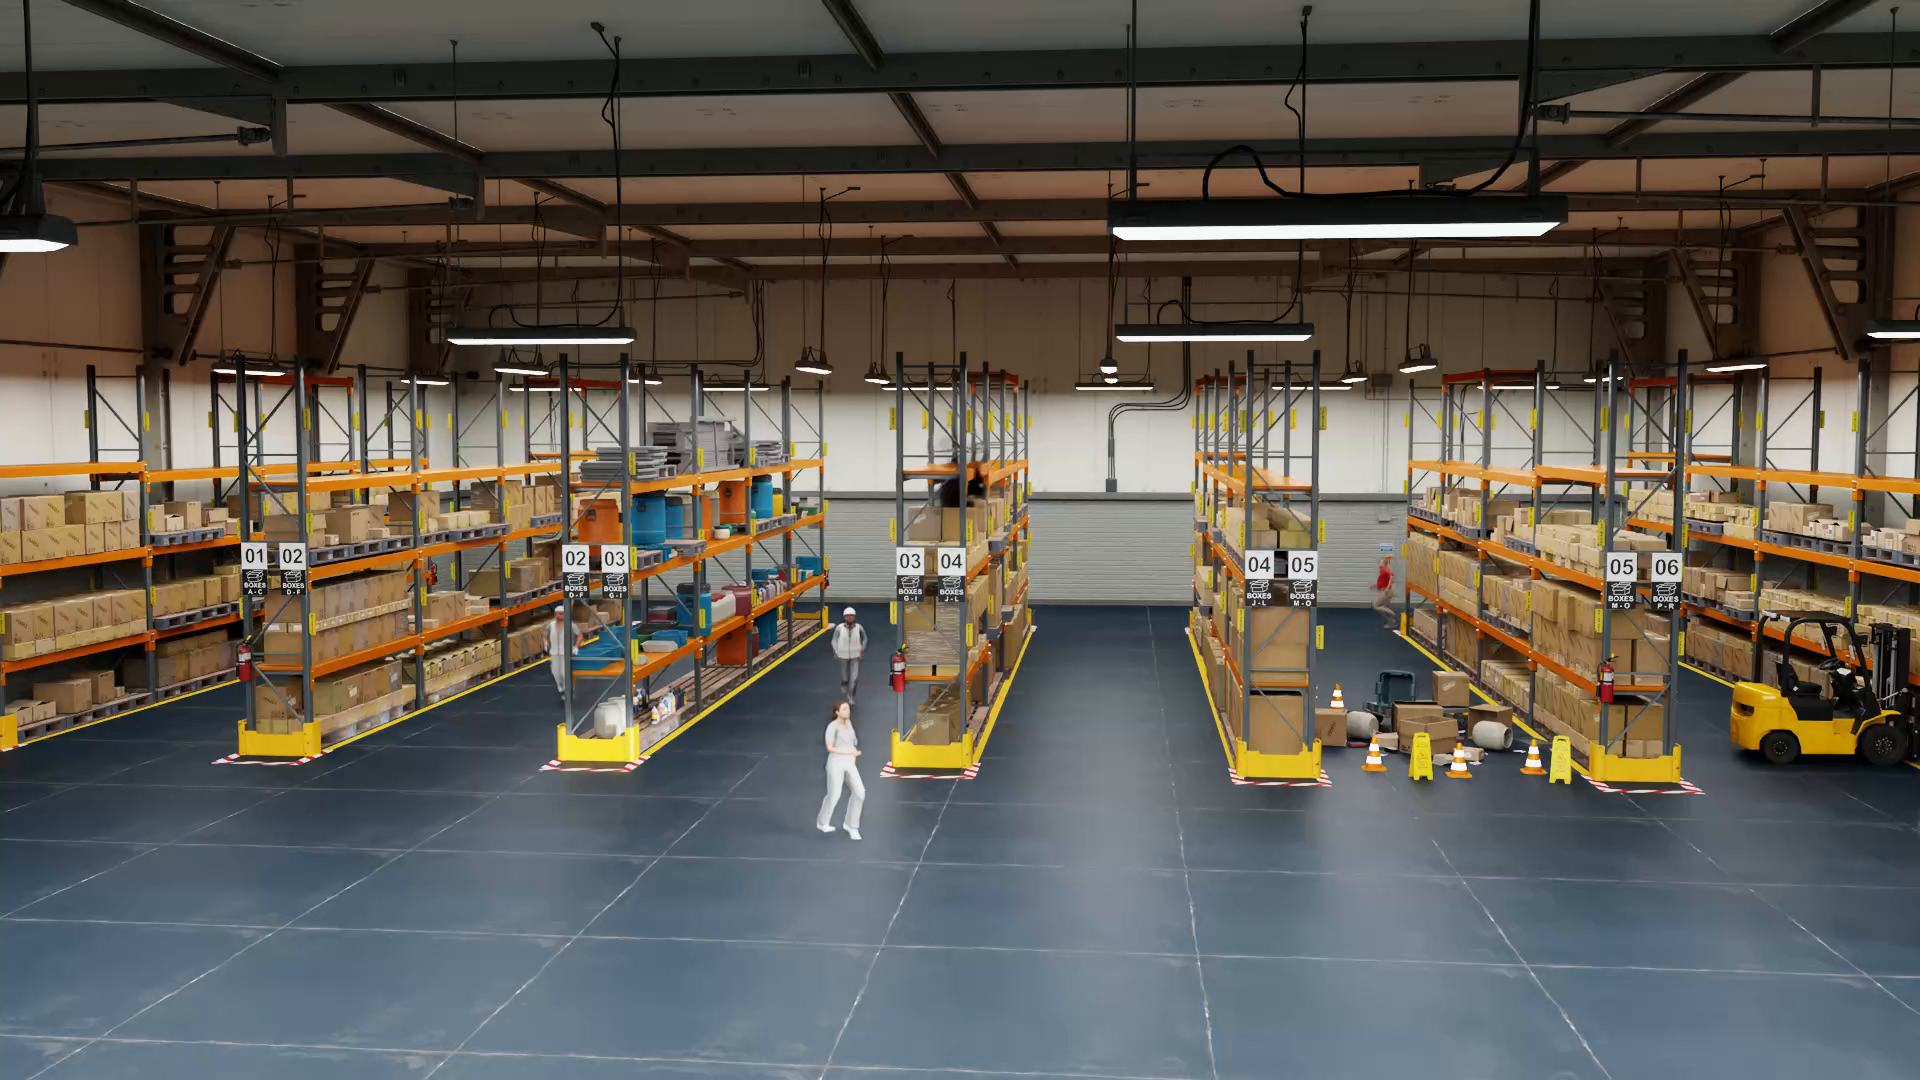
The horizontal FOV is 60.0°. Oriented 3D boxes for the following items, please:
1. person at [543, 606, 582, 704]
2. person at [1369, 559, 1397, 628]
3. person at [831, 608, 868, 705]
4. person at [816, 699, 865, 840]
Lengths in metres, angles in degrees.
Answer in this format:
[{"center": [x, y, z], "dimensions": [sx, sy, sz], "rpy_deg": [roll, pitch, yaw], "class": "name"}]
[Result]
[{"center": [-7.038, 2.036, 29.247], "dimensions": [0.651, 1.744, 0.609], "rpy_deg": [0, 4, 5], "class": "person"}, {"center": [10.263, 1.299, 40.350], "dimensions": [0.682, 1.684, 0.697], "rpy_deg": [1, 4, 16], "class": "person"}, {"center": [-1.959, 2.049, 29.552], "dimensions": [0.647, 1.727, 0.637], "rpy_deg": [0, 4, -6], "class": "person"}, {"center": [-1.420, 2.766, 19.978], "dimensions": [0.729, 1.735, 0.585], "rpy_deg": [3, 5, 40], "class": "person"}]
